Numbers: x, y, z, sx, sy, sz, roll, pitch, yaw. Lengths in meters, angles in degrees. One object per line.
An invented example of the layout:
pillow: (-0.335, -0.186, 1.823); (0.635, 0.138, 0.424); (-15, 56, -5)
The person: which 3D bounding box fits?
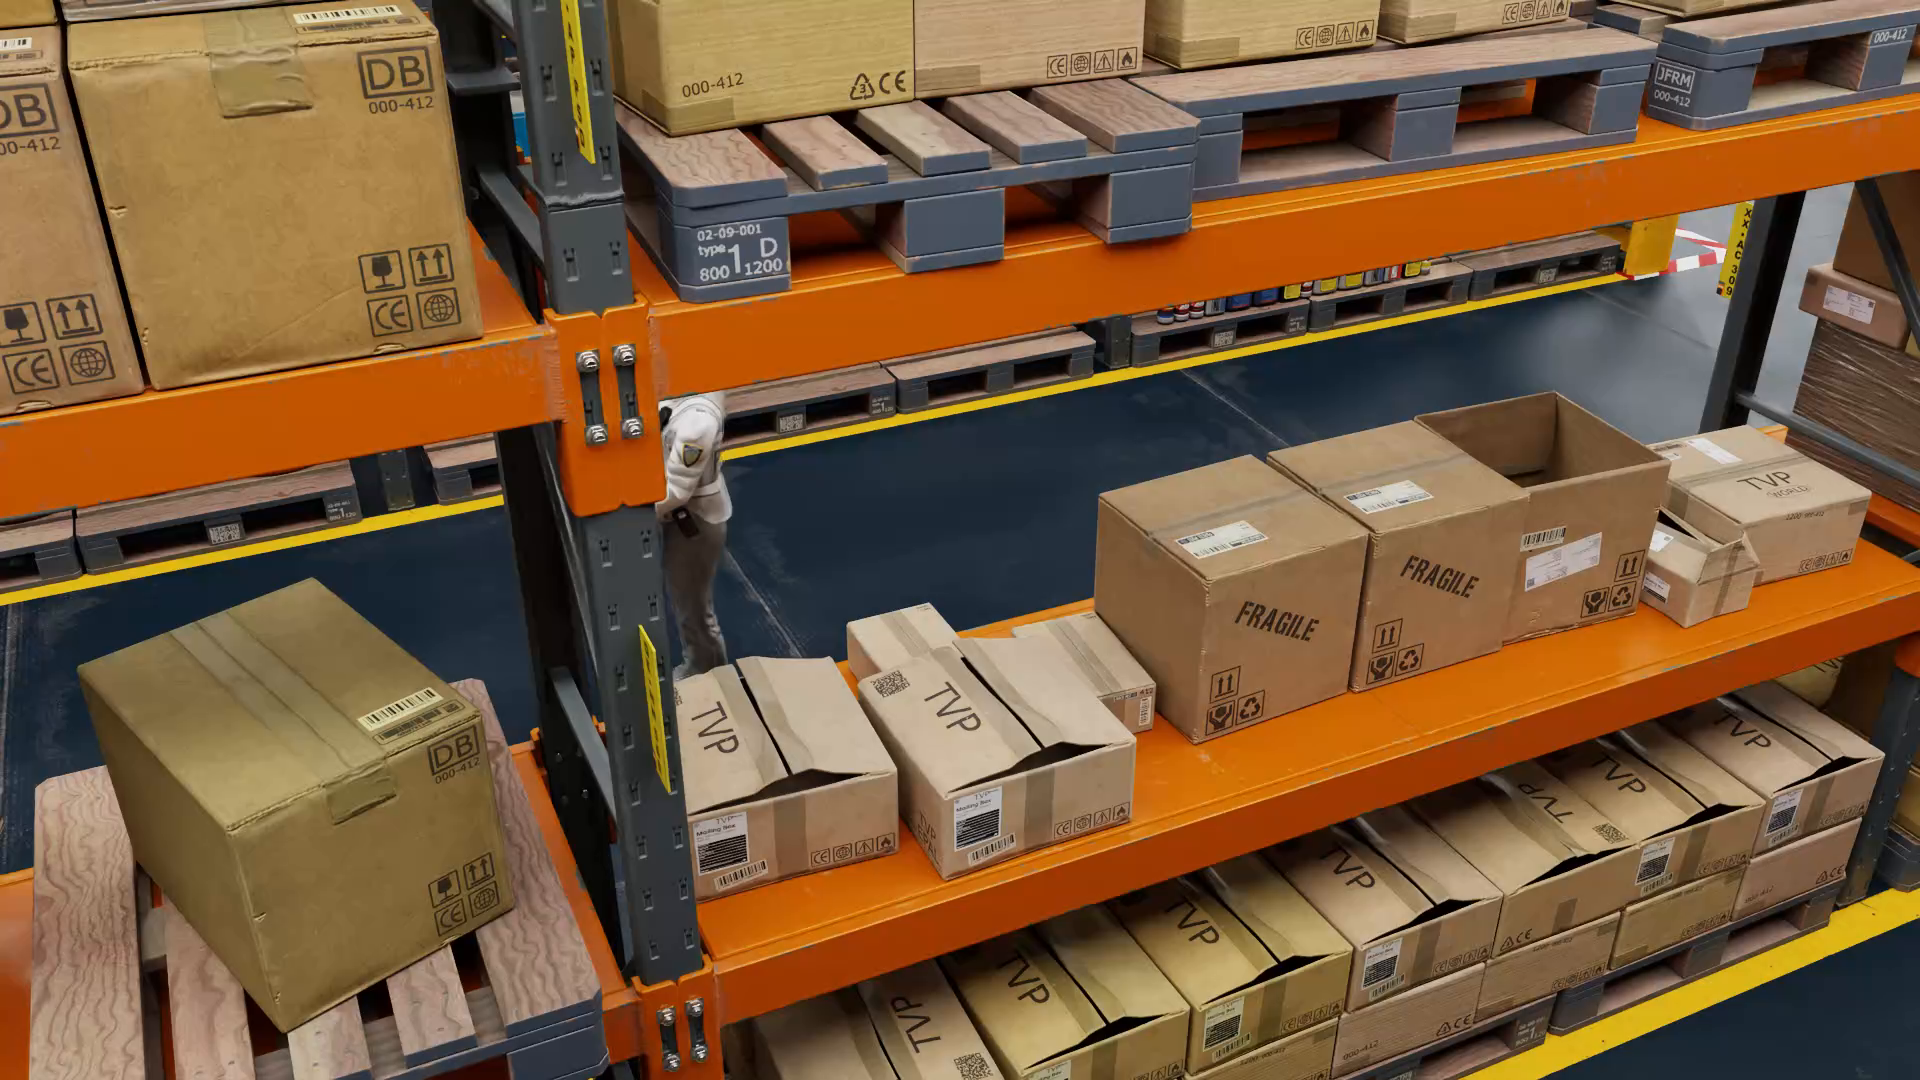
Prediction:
person: (-1.057, -0.069, 6.210); (0.543, 1.700, 0.471); (-5, 30, -8)
